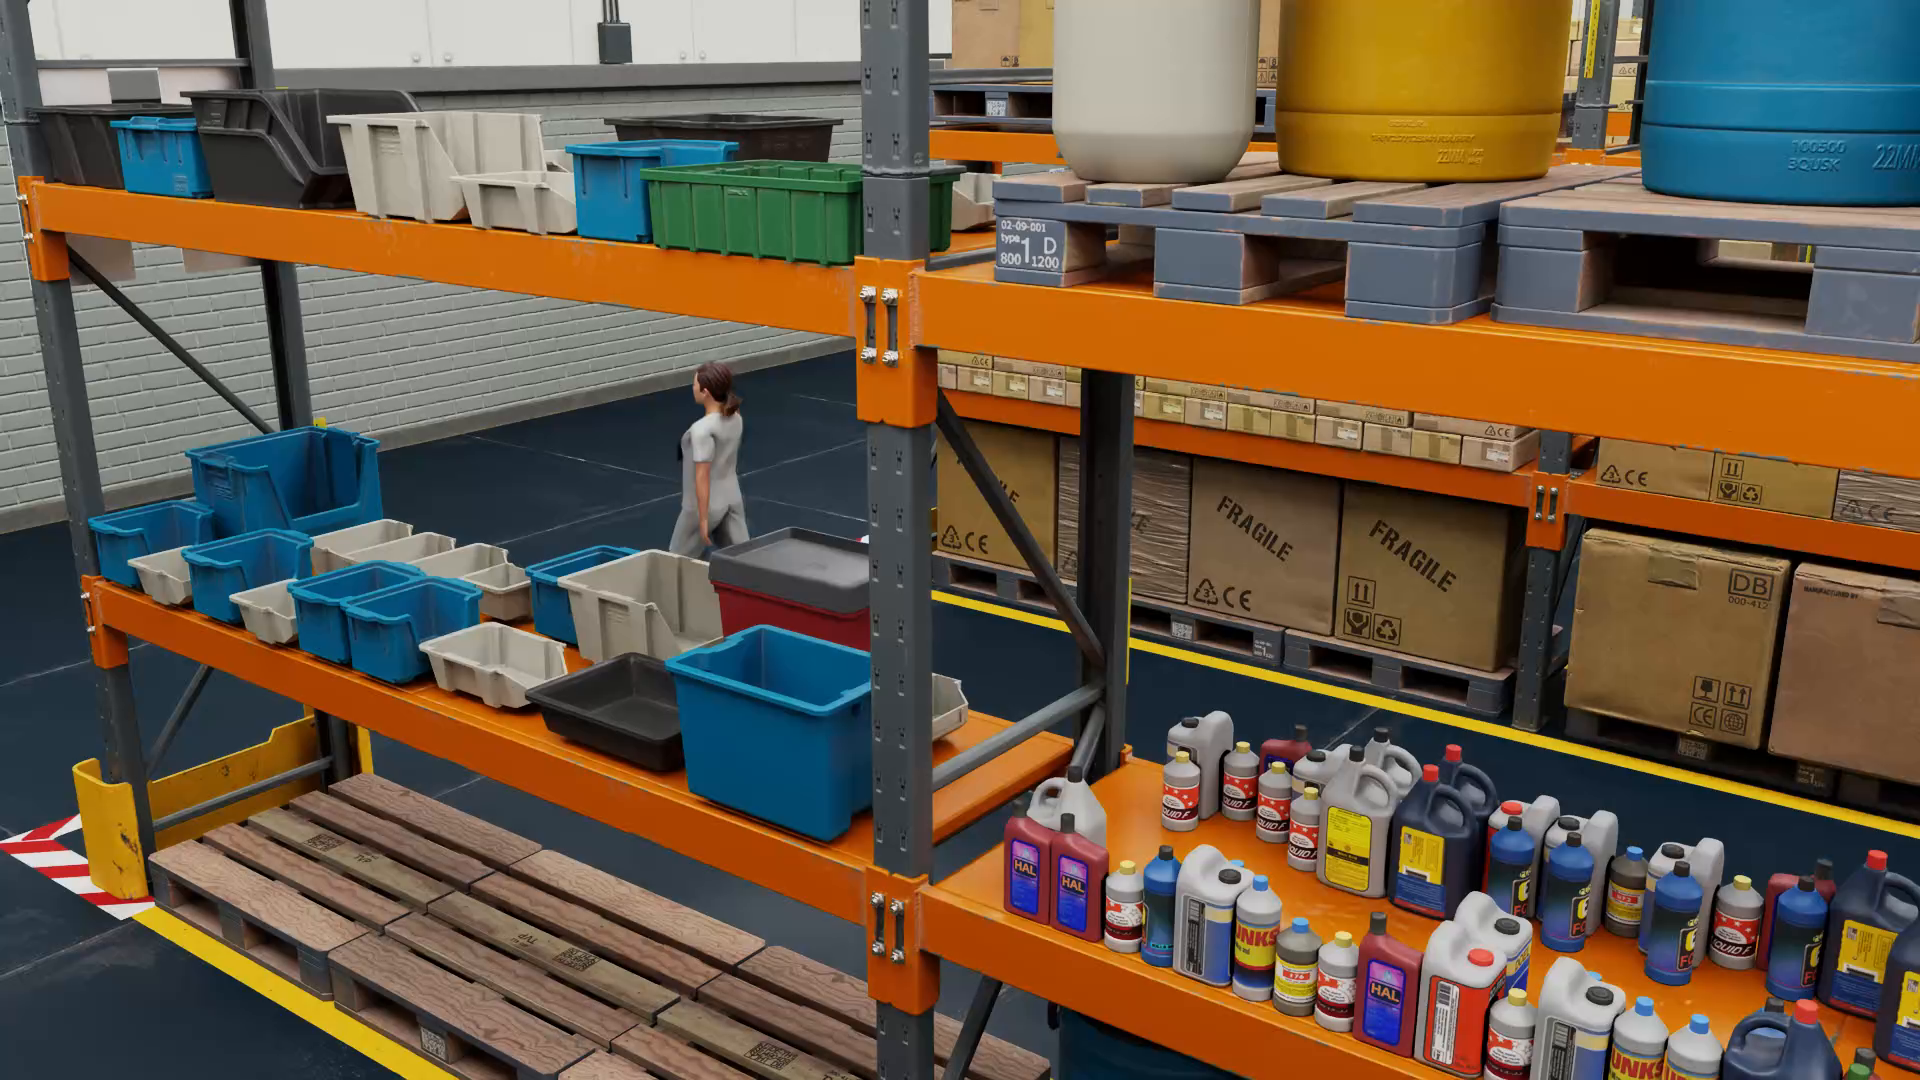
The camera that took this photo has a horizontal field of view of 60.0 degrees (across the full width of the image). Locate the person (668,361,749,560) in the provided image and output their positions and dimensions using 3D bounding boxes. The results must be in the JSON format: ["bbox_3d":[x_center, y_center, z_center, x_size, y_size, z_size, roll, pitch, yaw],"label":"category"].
[{"bbox_3d":[-1.422,-0.194,9.199,0.918,1.627,0.452,10,19,30],"label":"person"}]
